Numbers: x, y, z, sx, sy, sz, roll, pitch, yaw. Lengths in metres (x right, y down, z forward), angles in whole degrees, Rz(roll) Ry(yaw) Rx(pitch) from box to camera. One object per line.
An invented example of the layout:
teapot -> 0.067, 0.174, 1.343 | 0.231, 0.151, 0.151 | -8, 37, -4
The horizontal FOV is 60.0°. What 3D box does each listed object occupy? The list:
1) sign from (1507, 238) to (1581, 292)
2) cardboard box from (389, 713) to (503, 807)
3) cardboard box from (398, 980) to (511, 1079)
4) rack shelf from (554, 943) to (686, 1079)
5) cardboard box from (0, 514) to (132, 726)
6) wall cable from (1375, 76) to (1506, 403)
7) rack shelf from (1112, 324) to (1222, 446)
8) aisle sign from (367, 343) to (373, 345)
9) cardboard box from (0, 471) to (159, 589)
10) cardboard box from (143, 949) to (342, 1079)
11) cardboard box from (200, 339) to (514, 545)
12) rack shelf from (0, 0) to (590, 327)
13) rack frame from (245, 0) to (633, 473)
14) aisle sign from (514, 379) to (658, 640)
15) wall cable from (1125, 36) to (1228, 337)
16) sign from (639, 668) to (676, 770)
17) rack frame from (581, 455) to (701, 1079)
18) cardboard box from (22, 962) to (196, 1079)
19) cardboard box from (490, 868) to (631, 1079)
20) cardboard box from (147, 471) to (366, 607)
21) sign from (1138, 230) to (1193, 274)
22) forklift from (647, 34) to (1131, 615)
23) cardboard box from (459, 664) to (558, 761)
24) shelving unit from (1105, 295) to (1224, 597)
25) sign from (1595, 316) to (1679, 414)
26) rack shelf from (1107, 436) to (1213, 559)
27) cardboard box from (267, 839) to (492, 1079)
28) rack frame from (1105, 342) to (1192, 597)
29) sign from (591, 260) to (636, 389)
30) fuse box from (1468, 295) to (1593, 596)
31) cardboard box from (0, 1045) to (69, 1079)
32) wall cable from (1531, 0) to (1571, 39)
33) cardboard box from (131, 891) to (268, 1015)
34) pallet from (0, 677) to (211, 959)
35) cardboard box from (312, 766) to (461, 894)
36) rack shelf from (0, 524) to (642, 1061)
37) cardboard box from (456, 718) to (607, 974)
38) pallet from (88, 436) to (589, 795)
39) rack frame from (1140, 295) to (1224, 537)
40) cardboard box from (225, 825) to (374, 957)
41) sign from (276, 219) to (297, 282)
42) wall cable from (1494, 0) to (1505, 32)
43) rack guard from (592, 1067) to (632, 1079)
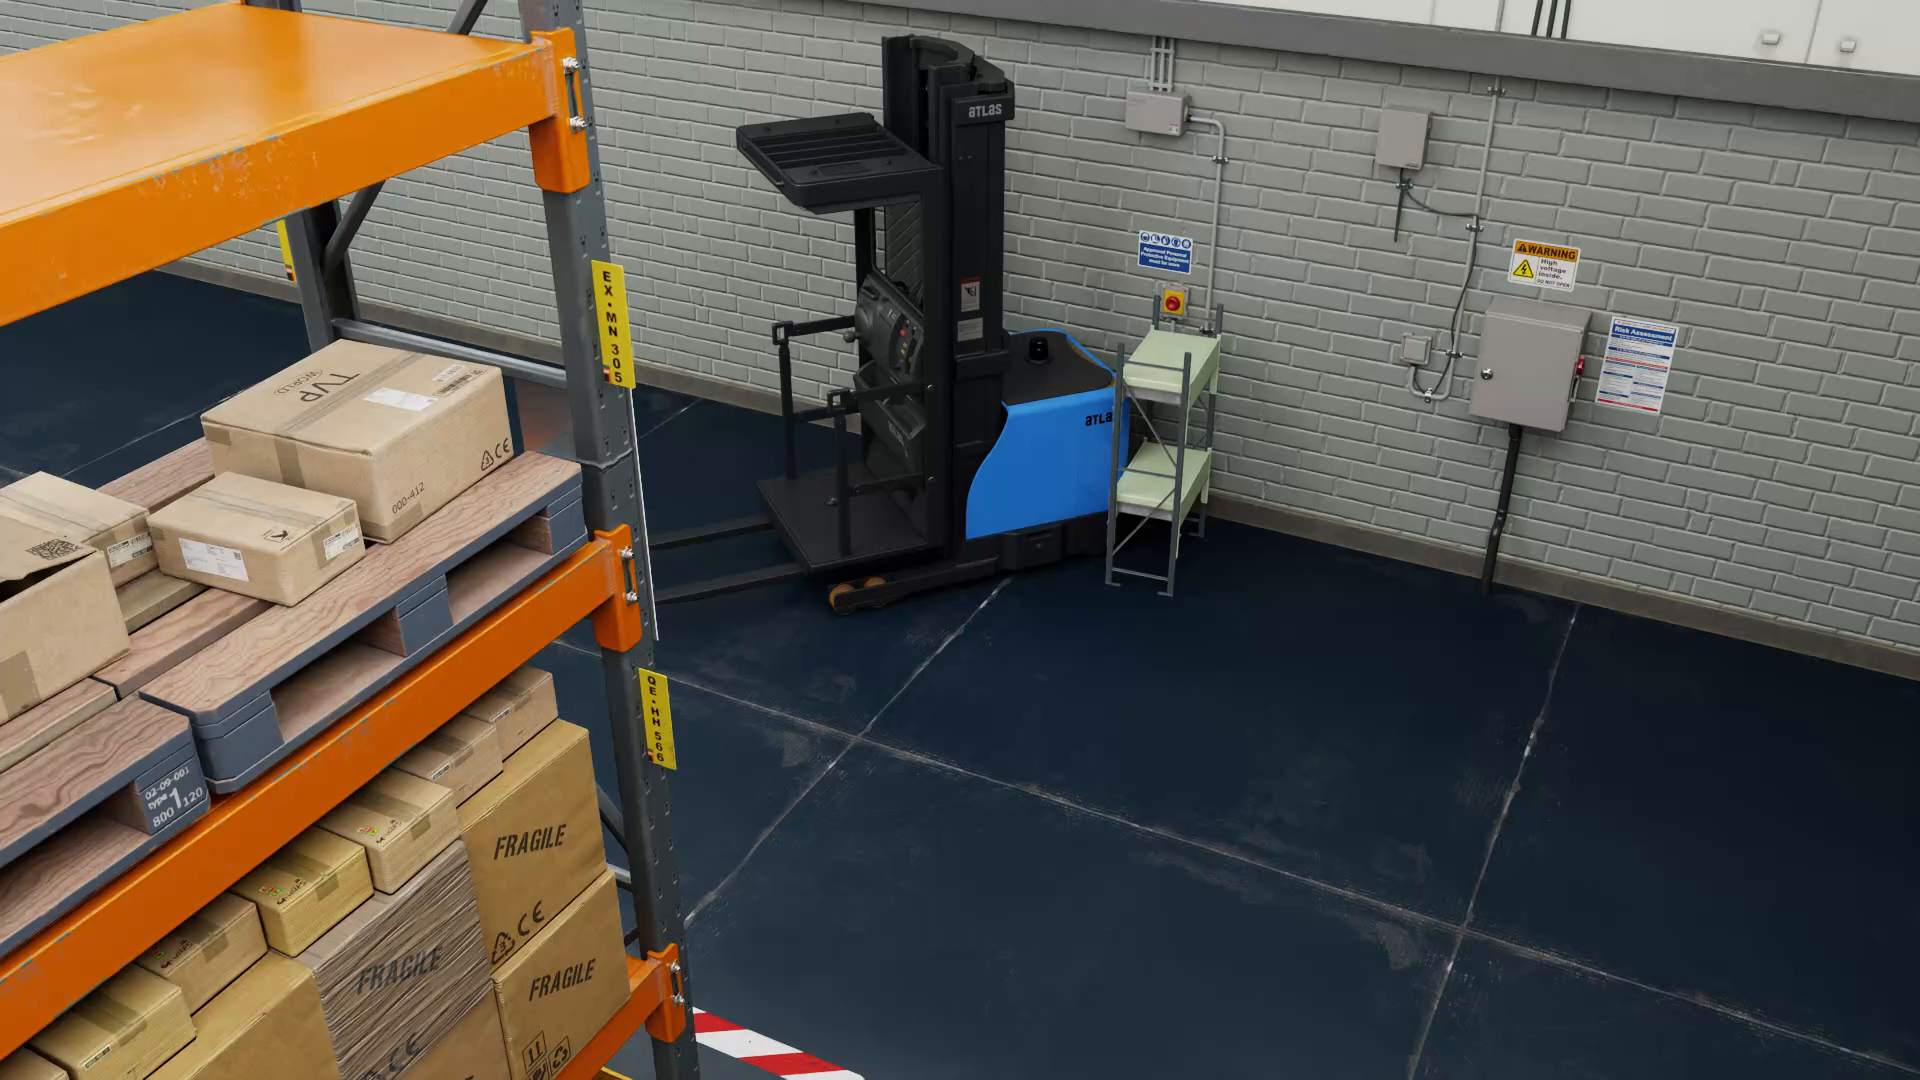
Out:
sign -> 3.056, -1.440, 8.706 | 0.339, 0.242, 0.001 | 14, 33, 23
cardboard box -> -1.420, 0.551, 4.313 | 0.380, 0.149, 0.250 | 15, 33, 24
cardboard box -> -1.567, 1.436, 4.427 | 0.500, 0.500, 0.500 | 14, 33, 22
rack shelf -> -2.252, 2.185, 3.945 | 1.077, 0.370, 4.000 | 14, 33, 23
cardboard box -> -2.067, 0.151, 3.320 | 0.500, 0.311, 0.500 | 15, 33, 24
wall cable -> 2.475, -1.642, 8.868 | 0.588, 1.984, 0.122 | 14, 33, 23
rack shelf -> 1.159, -0.874, 9.273 | 0.431, 0.370, 0.720 | 11, 32, 18
aisle sign -> -1.566, -0.238, 4.833 | 0.394, 0.787, 0.004 | 14, 33, 23
cardboard box -> -2.041, 0.000, 3.747 | 0.380, 0.149, 0.250 | 16, 33, 25
cardboard box -> -1.789, 1.234, 3.774 | 0.500, 0.500, 0.500 | 14, 33, 23
cardboard box -> -1.466, -0.255, 4.088 | 0.500, 0.250, 0.500 | 11, 32, 19
rack shelf -> -2.252, -0.243, 2.551 | 1.077, 0.370, 4.000 | 14, 33, 23
rack frame -> -1.341, -1.615, 3.816 | 1.000, 3.000, 0.127 | 14, 33, 23
aisle sign -> -1.032, -0.102, 4.596 | 0.394, 0.787, 0.004 | 14, 33, 23
wall cable -> 1.207, -1.972, 9.411 | 0.585, 1.953, 0.123 | 14, 33, 23
sign -> -0.864, 0.511, 4.738 | 0.100, 0.325, 0.005 | 14, 33, 23
rack frame -> -1.341, 0.987, 5.310 | 1.000, 3.000, 0.127 | 14, 33, 23
cardboard box -> -1.859, 1.011, 3.512 | 0.380, 0.149, 0.250 | 15, 33, 24
cardboard box -> -1.325, 1.217, 4.808 | 0.500, 0.500, 0.500 | 14, 33, 24
cardboard box -> -1.586, -0.007, 3.758 | 0.380, 0.149, 0.250 | 12, 32, 19
sign -> 1.192, -1.674, 9.671 | 0.327, 0.218, 0.001 | 14, 33, 23
forklift -> -0.577, -1.152, 9.104 | 3.031, 2.935, 1.130 | -12, 32, -19
cardboard box -> -1.326, 0.433, 4.519 | 0.380, 0.149, 0.250 | 15, 33, 24
shelving unit -> 1.159, -0.536, 9.468 | 0.431, 1.500, 0.755 | 11, 32, 18
sign -> 3.545, -0.916, 8.718 | 0.329, 0.494, 0.001 | 14, 33, 23
rack shelf -> 1.159, -0.253, 9.630 | 0.431, 0.370, 0.720 | 11, 32, 18
cardboard box -> -1.561, 1.016, 4.155 | 0.500, 0.500, 0.500 | 14, 33, 23
rack frame -> 1.028, -0.366, 9.171 | 0.400, 1.500, 0.023 | 11, 32, 18
sign -> -0.864, -0.534, 4.137 | 0.100, 0.325, 0.005 | 14, 33, 23
fuse box -> 3.011, -0.418, 9.051 | 0.539, 1.711, 0.414 | 14, 33, 23
cardboard box -> -1.995, 1.123, 3.317 | 0.380, 0.149, 0.250 | 15, 33, 25
wall cable -> 4.131, -3.396, 6.881 | 2.988, 3.039, 0.133 | 14, 33, 23
cardboard box -> -1.797, 0.887, 3.729 | 0.380, 0.149, 0.250 | 14, 33, 23
pallet -> -2.224, 0.598, 3.063 | 1.003, 0.211, 1.213 | 14, 33, 23
cardboard box -> -1.463, 0.684, 4.081 | 0.380, 0.149, 0.250 | 14, 33, 23
rack shelf -> -2.252, 0.885, 3.198 | 1.077, 0.370, 4.000 | 14, 33, 23
cardboard box -> -1.349, 0.777, 4.570 | 0.500, 0.500, 0.500 | 15, 33, 25
pallet -> -1.670, 0.056, 4.008 | 1.003, 0.211, 1.213 | 14, 33, 23
rack frame -> 1.291, -0.706, 9.764 | 0.400, 1.500, 0.023 | 11, 32, 18
cardboard box -> -1.614, 0.787, 3.902 | 0.380, 0.149, 0.250 | 15, 33, 24
sign -> -1.832, -0.856, 4.550 | 0.100, 0.325, 0.005 | 14, 33, 23
wall cable -> 1.668, -4.029, 8.019 | 2.355, 3.000, 0.029 | 14, 33, 23
rack guard -> -1.330, 2.060, 5.951 | 1.175, 0.500, 0.348 | 14, 33, 23
